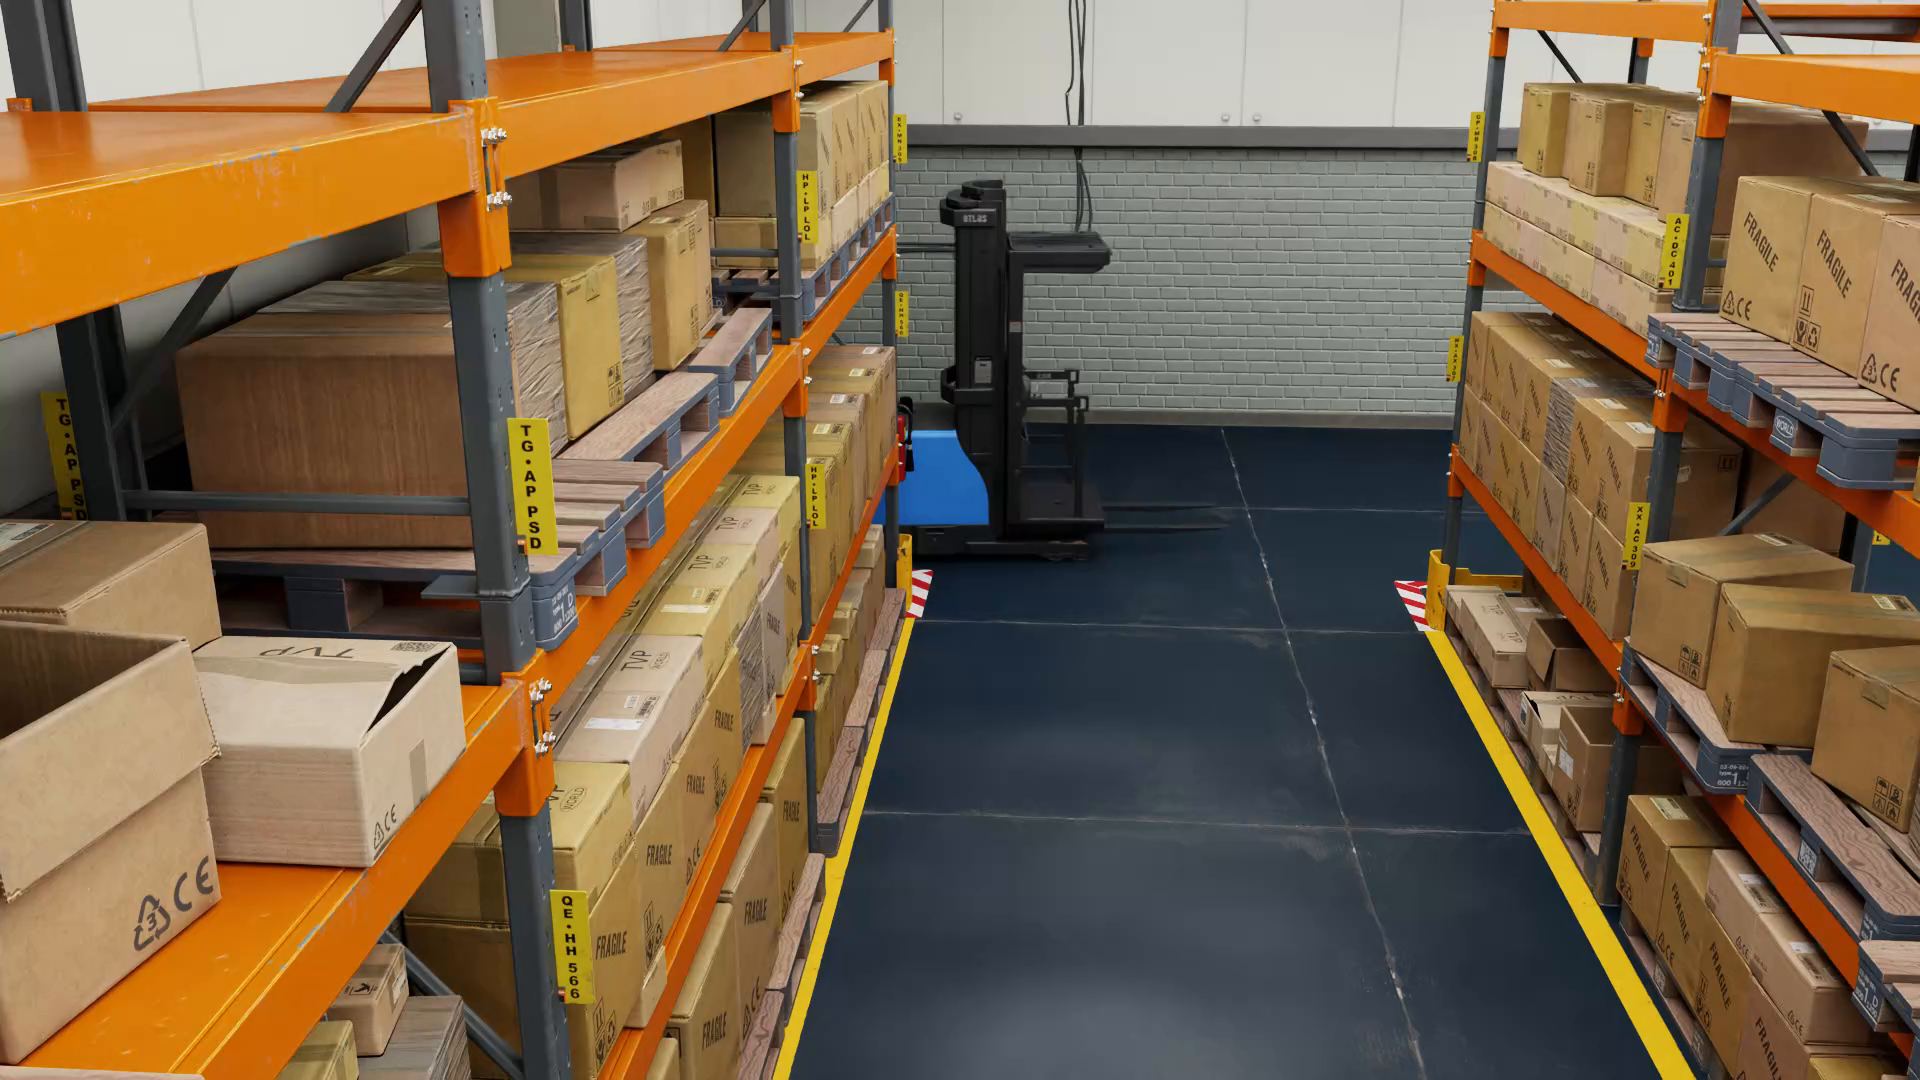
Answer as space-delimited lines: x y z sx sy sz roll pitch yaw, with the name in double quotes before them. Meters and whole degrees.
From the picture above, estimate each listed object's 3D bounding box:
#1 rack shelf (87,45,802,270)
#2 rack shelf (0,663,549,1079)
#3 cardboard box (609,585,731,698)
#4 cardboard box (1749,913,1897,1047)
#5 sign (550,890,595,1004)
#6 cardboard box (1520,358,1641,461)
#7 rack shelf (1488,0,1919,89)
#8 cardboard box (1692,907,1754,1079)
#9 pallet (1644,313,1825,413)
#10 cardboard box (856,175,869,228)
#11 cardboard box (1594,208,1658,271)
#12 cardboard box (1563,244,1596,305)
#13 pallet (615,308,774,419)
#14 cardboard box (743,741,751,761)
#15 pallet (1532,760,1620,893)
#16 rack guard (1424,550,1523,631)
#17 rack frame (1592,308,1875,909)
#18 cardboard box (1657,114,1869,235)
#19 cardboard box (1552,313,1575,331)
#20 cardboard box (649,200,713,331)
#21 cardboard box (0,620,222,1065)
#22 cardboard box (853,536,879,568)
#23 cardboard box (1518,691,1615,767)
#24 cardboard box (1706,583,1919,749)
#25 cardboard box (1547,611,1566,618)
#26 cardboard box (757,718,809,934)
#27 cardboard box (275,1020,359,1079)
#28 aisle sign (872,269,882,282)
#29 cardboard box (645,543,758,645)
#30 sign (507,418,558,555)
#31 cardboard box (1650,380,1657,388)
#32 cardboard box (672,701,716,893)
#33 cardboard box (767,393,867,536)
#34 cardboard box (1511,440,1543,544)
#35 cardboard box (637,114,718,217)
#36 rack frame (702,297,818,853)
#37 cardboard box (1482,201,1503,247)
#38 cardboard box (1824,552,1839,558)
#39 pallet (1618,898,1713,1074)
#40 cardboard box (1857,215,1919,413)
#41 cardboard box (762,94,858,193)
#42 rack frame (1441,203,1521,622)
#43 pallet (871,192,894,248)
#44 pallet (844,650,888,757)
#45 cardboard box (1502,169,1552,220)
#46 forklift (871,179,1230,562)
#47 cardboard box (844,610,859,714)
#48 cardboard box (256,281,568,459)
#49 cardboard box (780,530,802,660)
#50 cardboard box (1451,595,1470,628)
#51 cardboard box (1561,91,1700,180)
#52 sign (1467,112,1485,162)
"rack shelf" -1.384 -1.403 5.549 1.077 0.370 4.000 1 18 4
"rack shelf" -1.670 1.075 2.163 1.077 0.370 4.000 1 18 4
"cardboard box" -1.137 0.367 6.112 0.500 0.250 0.500 1 18 3
"cardboard box" 3.316 1.638 6.210 0.500 0.250 0.500 1 18 3
"sign" -0.985 1.034 4.217 0.100 0.325 0.005 1 18 4
"cardboard box" 3.587 -0.753 9.637 0.500 0.500 0.500 1 18 3
"rack shelf" 3.844 -2.724 8.945 1.077 0.370 4.000 1 18 4
"cardboard box" 3.353 1.849 6.770 0.500 0.500 0.500 2 18 5
"pallet" 3.584 -0.731 6.820 1.213 0.211 1.003 1 18 4
"cardboard box" -0.810 -1.992 9.772 0.500 0.250 0.500 1 18 2
"cardboard box" 3.504 -1.499 8.302 0.500 0.250 0.500 1 18 4
"cardboard box" 3.544 -1.417 8.854 0.500 0.250 0.500 1 18 4
"pallet" -1.257 -0.753 6.895 0.805 0.209 1.217 1 18 2
"cardboard box" -1.084 0.833 6.936 0.380 0.149 0.250 1 18 4
"pallet" 3.751 1.517 8.956 1.003 0.211 1.213 1 18 4
"rack guard" 3.982 0.374 11.979 1.175 0.500 0.348 1 18 4
"rack frame" 3.701 0.405 7.871 1.000 3.000 0.127 1 18 4
"cardboard box" 3.698 -1.695 7.696 0.700 0.500 0.500 1 18 4
"cardboard box" 4.230 -1.216 11.050 0.500 0.500 0.500 1 18 3
"cardboard box" -1.413 -1.116 6.827 0.700 0.500 0.500 0 18 1
"cardboard box" -1.712 0.454 2.705 0.797 0.503 0.637 4 19 12
"cardboard box" -0.749 0.076 11.172 0.380 0.149 0.250 2 18 5
"cardboard box" 3.513 1.057 9.491 0.500 0.311 0.500 1 18 4
"cardboard box" 3.458 0.515 6.700 0.700 0.500 0.500 4 19 13
"cardboard box" 4.076 0.598 11.125 0.380 0.166 0.250 1 18 4
"cardboard box" -1.157 1.322 7.849 0.750 0.750 0.750 1 18 5
"cardboard box" -1.530 1.181 3.593 0.380 0.149 0.250 -2 18 -5
"aisle sign" -0.649 -2.198 11.639 0.394 0.787 0.004 1 18 4
"cardboard box" -1.102 0.208 6.595 0.500 0.250 0.500 2 18 5
"sign" -0.986 -0.121 3.827 0.100 0.325 0.005 1 18 4
"cardboard box" 4.089 -0.578 9.103 0.500 0.500 0.500 1 18 2
"cardboard box" -1.154 0.877 5.757 0.500 0.500 0.500 1 18 4
"cardboard box" -1.085 -0.468 10.053 0.980 0.700 0.700 0 18 1
"cardboard box" 3.585 -0.282 9.805 0.500 0.500 0.500 2 18 5
"cardboard box" -1.423 -1.885 8.241 0.500 0.500 0.500 1 18 3
"rack frame" -1.240 0.295 8.205 1.000 3.000 0.127 1 18 4
"cardboard box" 3.697 -2.038 10.749 0.500 0.250 0.500 1 18 4
"cardboard box" 4.009 0.205 8.320 0.500 0.500 0.500 2 18 5
"pallet" 3.680 1.983 7.532 1.003 0.211 1.213 1 18 4
"cardboard box" 3.498 -0.746 5.570 0.600 0.600 0.600 1 18 2
"cardboard box" -0.849 -2.191 9.176 0.500 0.500 0.500 1 18 4
"rack frame" 3.988 -0.838 11.662 1.000 3.000 0.127 1 18 4
"pallet" -0.996 -2.100 10.839 1.003 0.211 1.213 1 18 4
"pallet" -1.023 1.006 10.514 1.003 0.211 1.213 1 18 4
"cardboard box" 3.648 -2.121 10.198 0.500 0.250 0.500 1 18 4
"forklift" 0.677 -1.383 13.438 3.031 2.935 1.130 0 18 -1
"cardboard box" -1.006 0.738 10.193 0.700 0.500 0.500 2 18 5
"cardboard box" -1.564 -0.462 4.832 0.700 0.500 0.500 0 18 1
"cardboard box" -1.022 0.246 7.685 0.500 0.500 0.500 1 18 3
"cardboard box" 3.597 0.500 11.424 0.380 0.166 0.250 1 18 4
"cardboard box" 3.918 -2.315 9.587 0.700 0.500 0.500 1 18 4
"sign" 3.446 -2.691 11.096 0.100 0.325 0.005 1 18 4
